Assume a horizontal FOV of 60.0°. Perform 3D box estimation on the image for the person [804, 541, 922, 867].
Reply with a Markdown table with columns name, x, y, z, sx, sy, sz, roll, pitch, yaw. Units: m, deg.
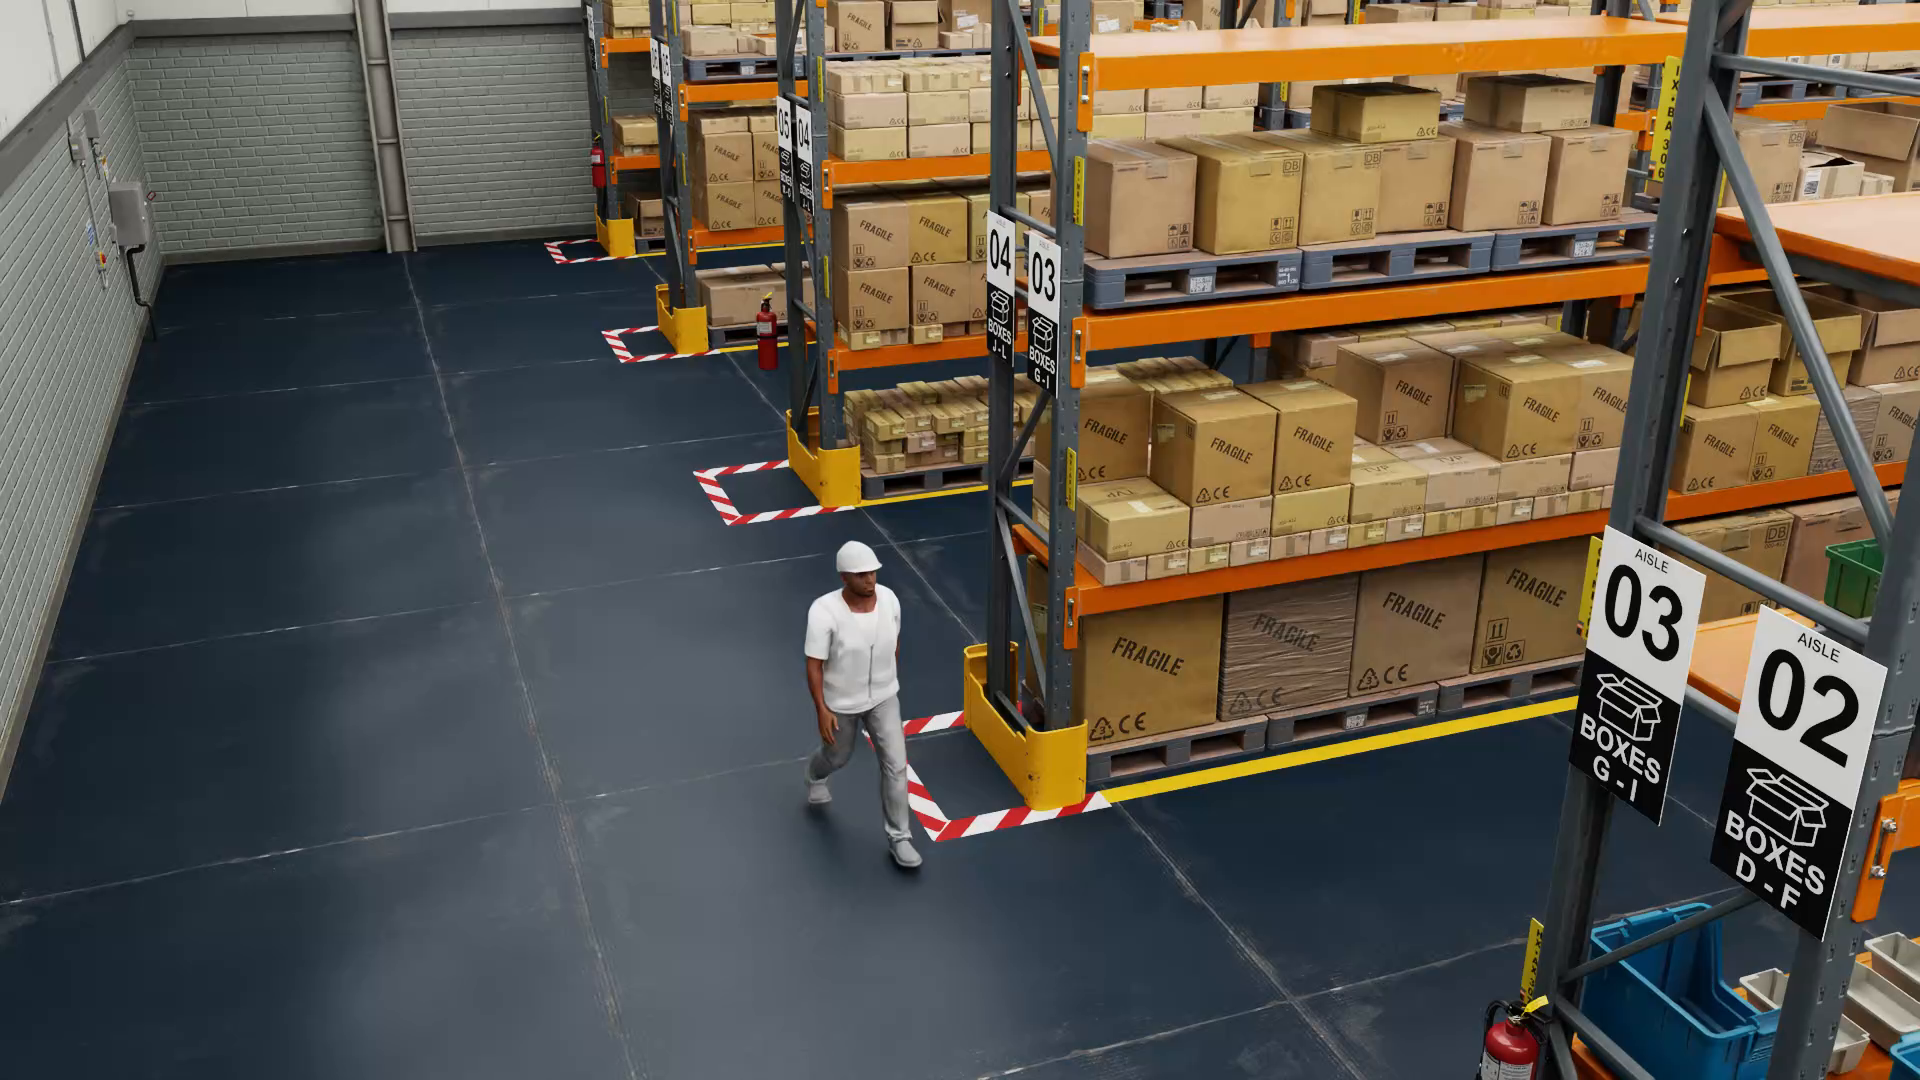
| name | x | y | z | sx | sy | sz | roll | pitch | yaw |
| --- | --- | --- | --- | --- | --- | --- | --- | --- | --- |
| person | -0.541 | 0.818 | 8.829 | 0.588 | 1.725 | 1.030 | -11 | 25 | -24 |
